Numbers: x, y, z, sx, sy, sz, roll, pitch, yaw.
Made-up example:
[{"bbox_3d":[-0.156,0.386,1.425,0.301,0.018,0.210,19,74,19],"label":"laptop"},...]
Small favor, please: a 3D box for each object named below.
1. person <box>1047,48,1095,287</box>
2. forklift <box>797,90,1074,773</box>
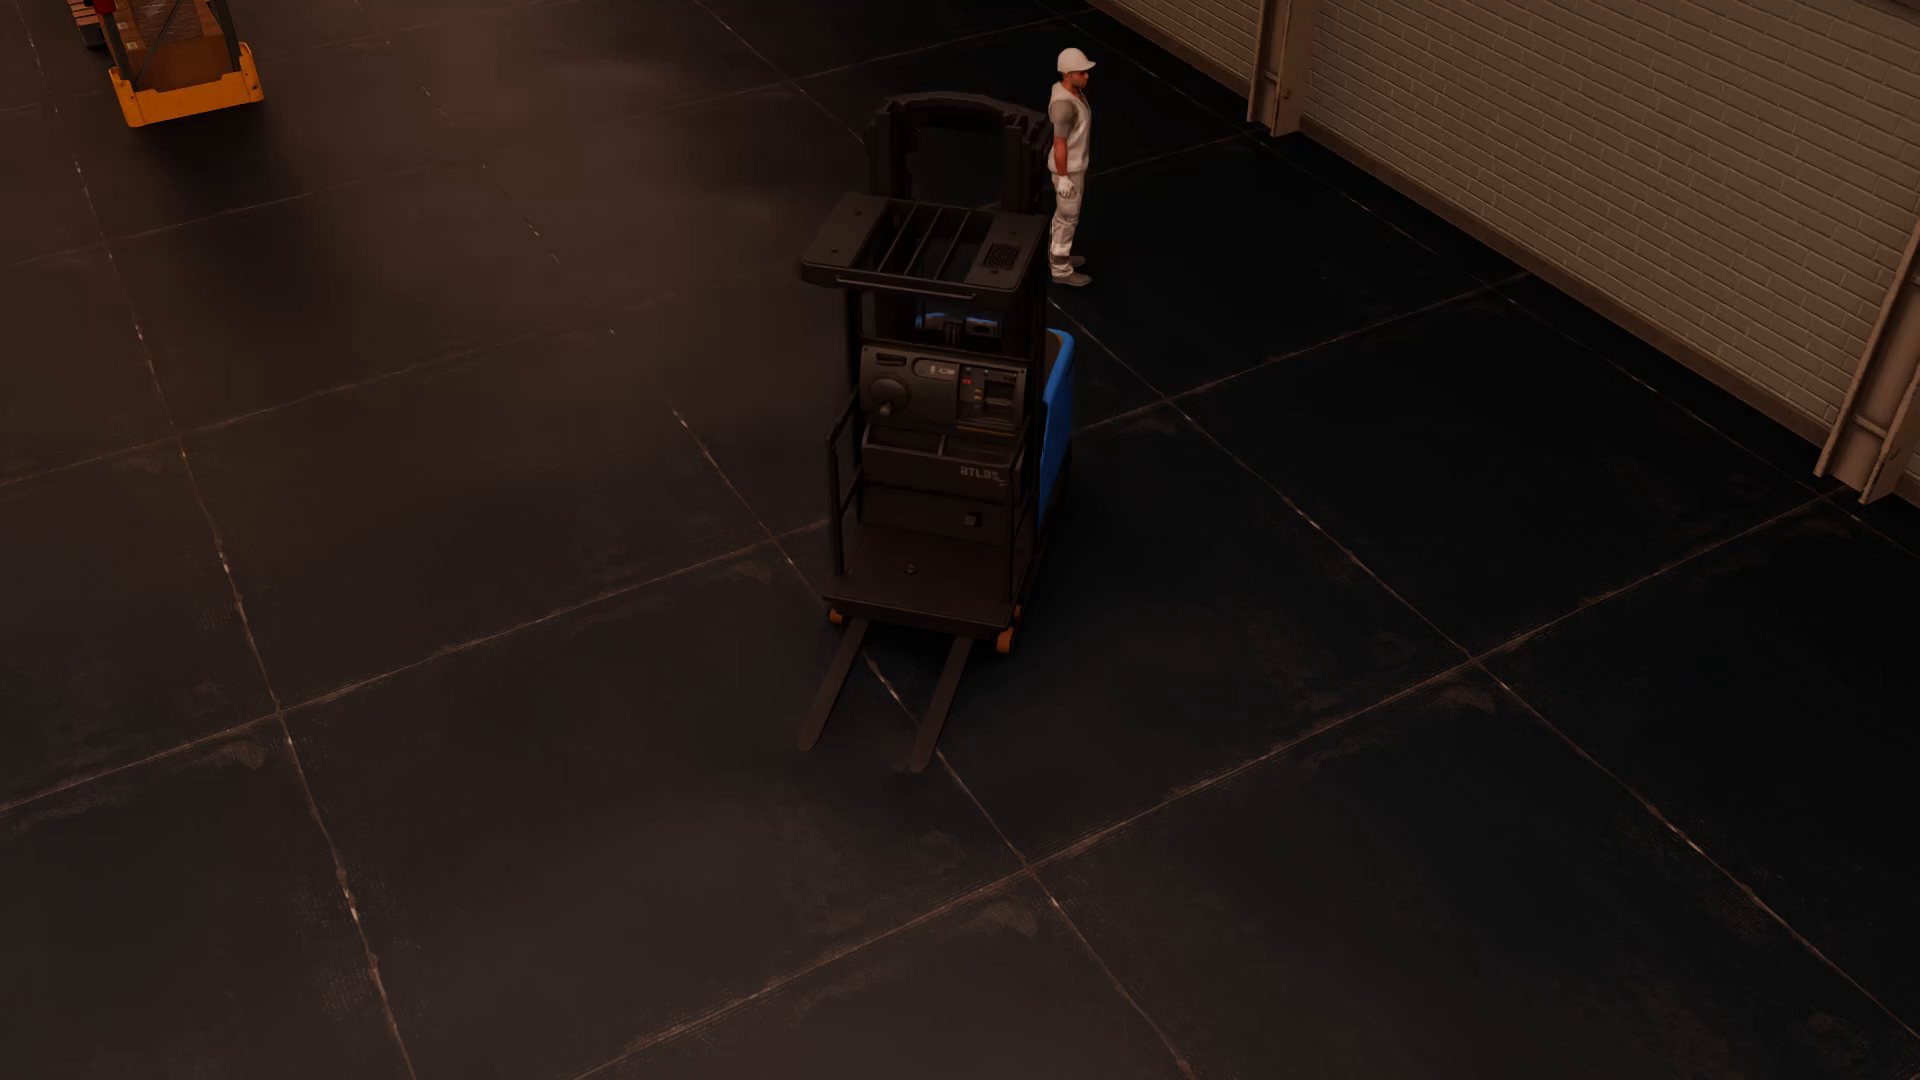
[{"bbox_3d":[0.826,-2.751,12.249,0.378,1.794,0.614,3,40,3],"label":"person"},{"bbox_3d":[-0.147,-0.749,8.939,1.130,2.935,3.031,9,41,11],"label":"forklift"}]
